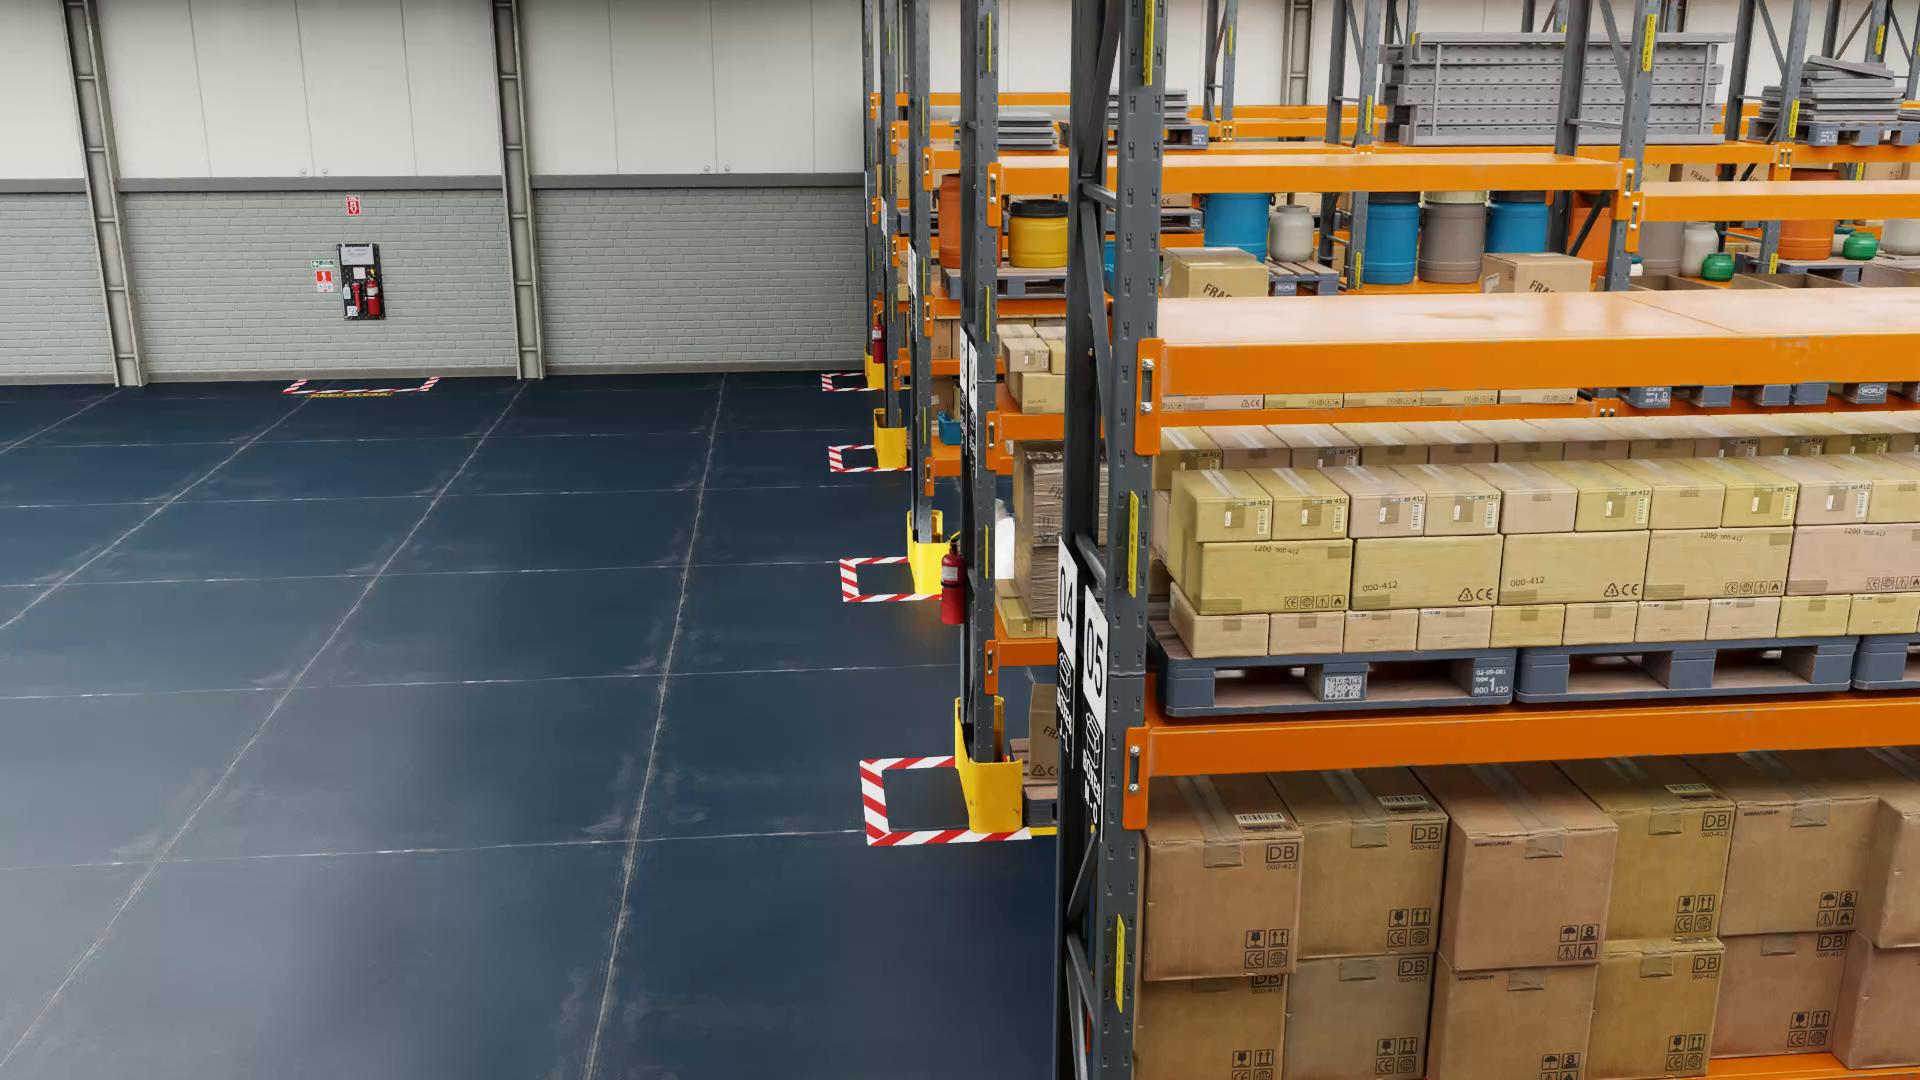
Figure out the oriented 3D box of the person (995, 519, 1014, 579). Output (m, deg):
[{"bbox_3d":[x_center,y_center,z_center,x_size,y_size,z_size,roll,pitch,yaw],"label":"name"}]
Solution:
[{"bbox_3d":[0.470,0.215,15.007,0.883,1.021,0.514,-13,21,-38],"label":"person"}]
